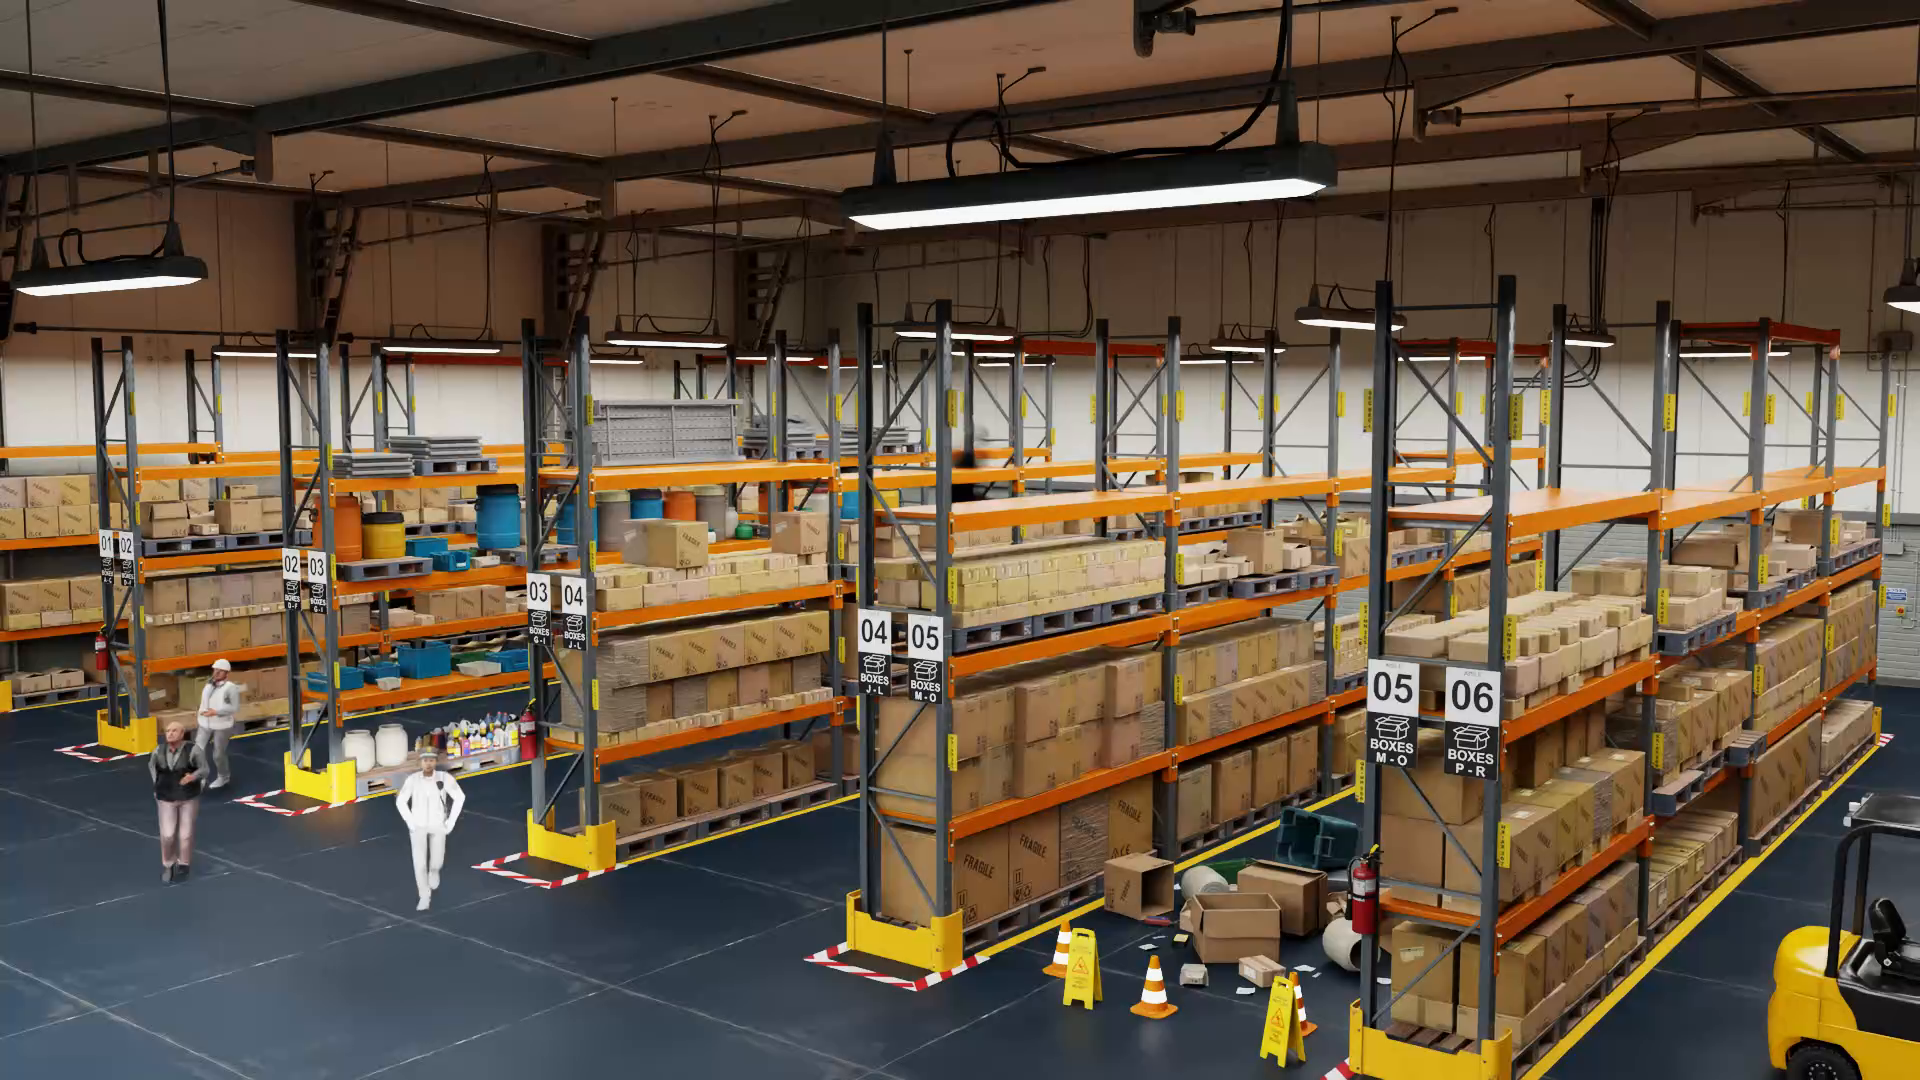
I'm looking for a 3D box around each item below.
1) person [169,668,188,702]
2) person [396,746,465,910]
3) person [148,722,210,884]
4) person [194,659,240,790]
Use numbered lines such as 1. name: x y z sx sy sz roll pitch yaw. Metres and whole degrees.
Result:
1. person: -12.499 1.981 26.568 0.677 1.795 0.683 3 6 33
2. person: -5.374 2.891 16.894 0.667 1.664 0.587 -1 5 -15
3. person: -8.288 2.789 17.645 0.631 1.735 0.704 -2 5 -17
4. person: -9.616 2.434 21.575 0.647 1.800 0.698 0 5 5
